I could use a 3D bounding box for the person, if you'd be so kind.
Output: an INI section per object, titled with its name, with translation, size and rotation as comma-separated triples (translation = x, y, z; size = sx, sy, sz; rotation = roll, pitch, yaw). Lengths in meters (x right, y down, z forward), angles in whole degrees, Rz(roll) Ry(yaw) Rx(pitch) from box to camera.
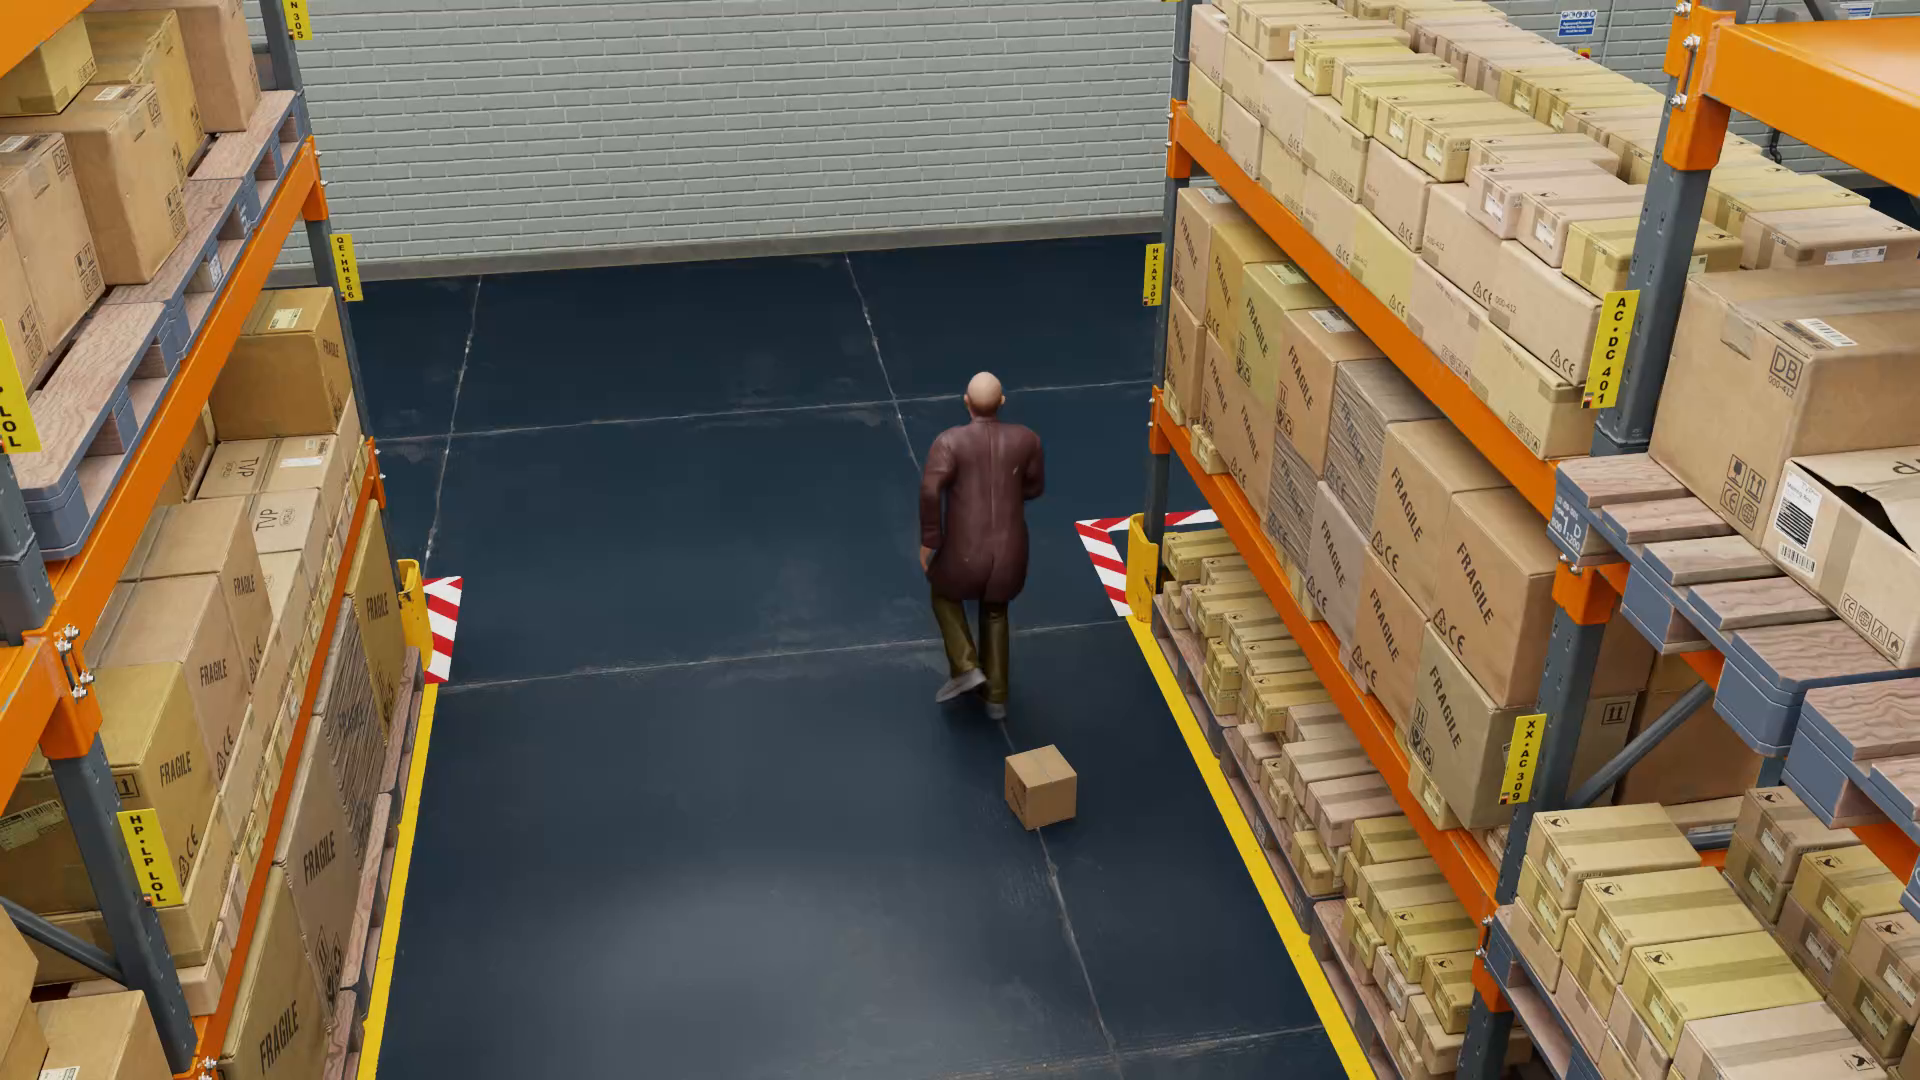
[person]
translation = 0.105, 0.002, 8.237
size = 0.678, 1.676, 0.792
rotation = -7, 31, -12
